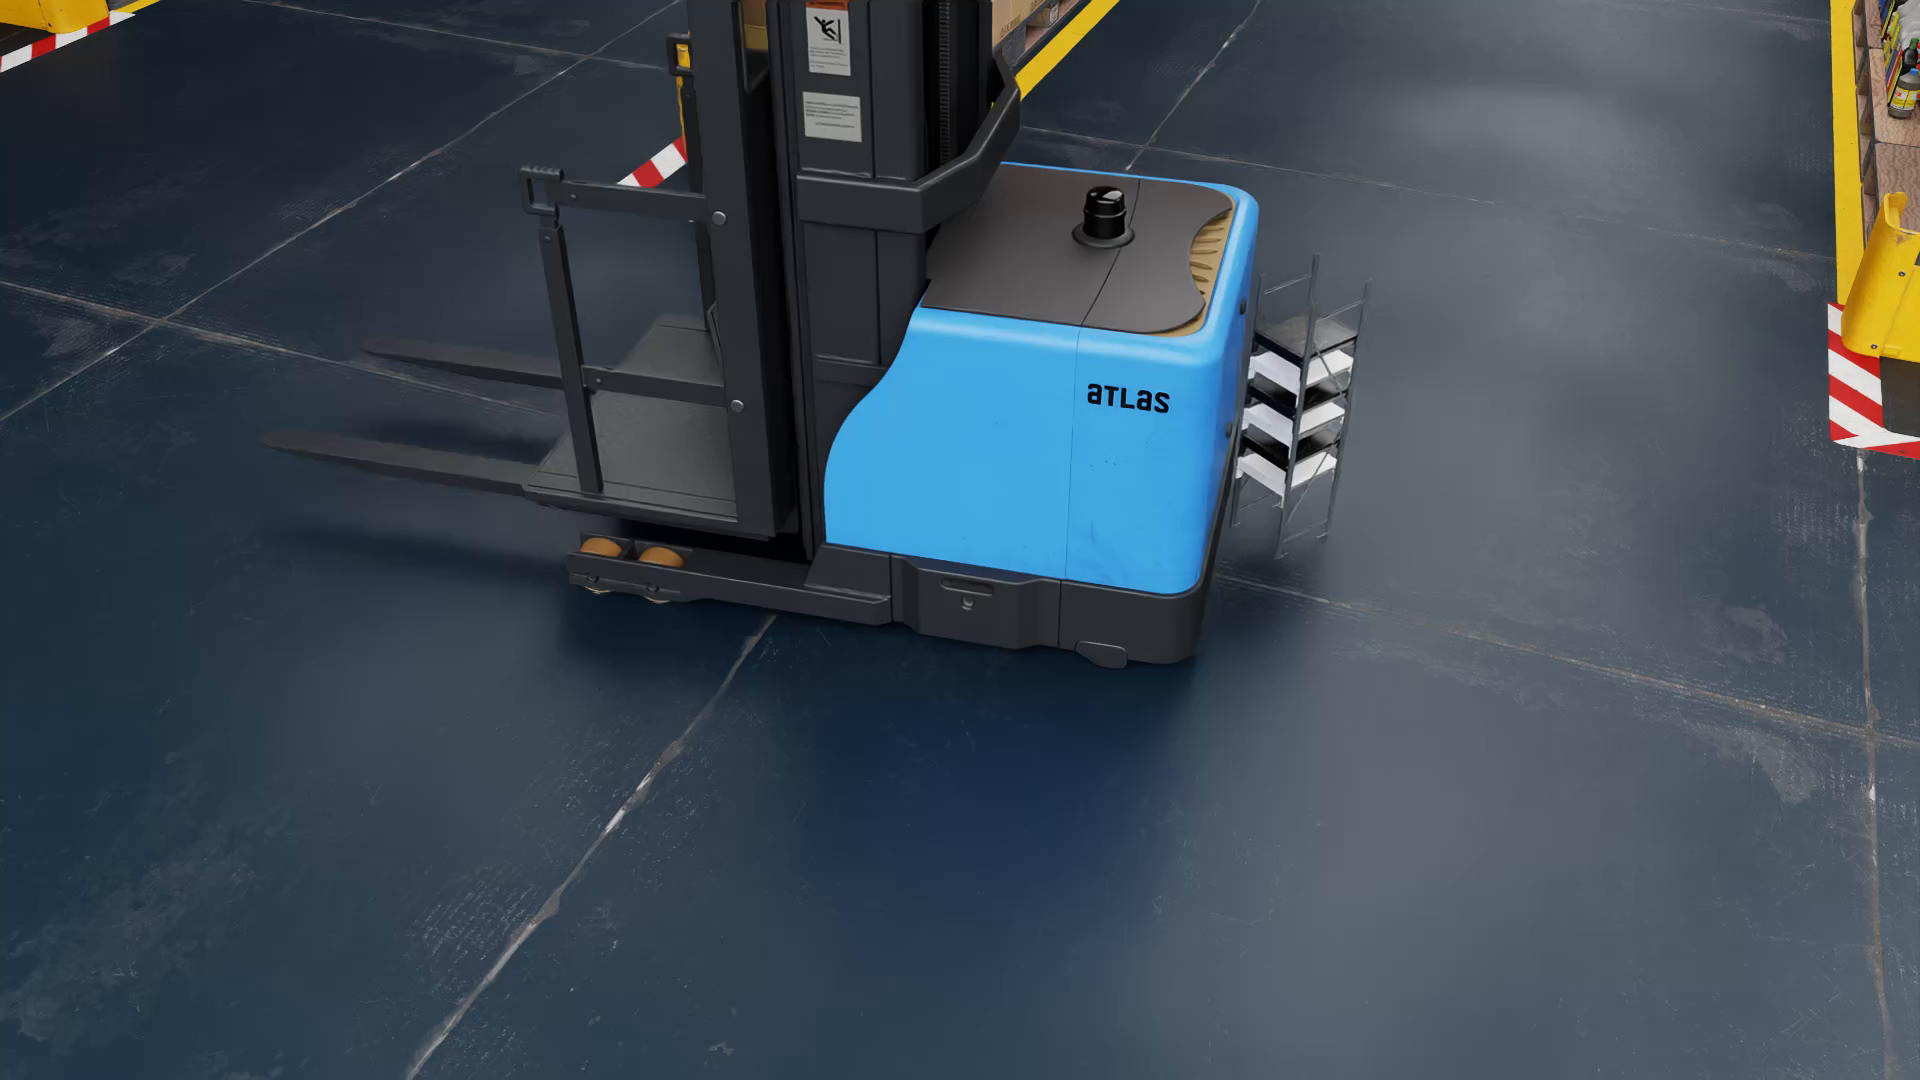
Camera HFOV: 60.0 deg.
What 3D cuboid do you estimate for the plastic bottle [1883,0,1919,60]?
[{"bbox_3d":[4.504,-2.453,7.872,0.144,0.351,0.185,14,39,17],"label":"plastic bottle"}]

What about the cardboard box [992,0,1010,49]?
[{"bbox_3d":[-0.076,-2.537,8.084,0.500,0.250,0.500,14,39,18],"label":"cardboard box"}]

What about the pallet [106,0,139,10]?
[{"bbox_3d":[-4.885,-3.439,9.675,1.003,0.211,1.213,14,39,18],"label":"pallet"}]

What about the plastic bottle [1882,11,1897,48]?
[{"bbox_3d":[4.536,-2.477,8.029,0.097,0.201,0.097,0,37,0],"label":"plastic bottle"}]

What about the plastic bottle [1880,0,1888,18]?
[{"bbox_3d":[4.738,-2.793,8.326,0.144,0.351,0.185,15,39,19],"label":"plastic bottle"}]

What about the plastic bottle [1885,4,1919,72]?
[{"bbox_3d":[4.433,-2.350,7.734,0.144,0.351,0.185,15,39,20],"label":"plastic bottle"}]

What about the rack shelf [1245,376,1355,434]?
[{"bbox_3d":[1.017,-0.435,4.985,0.258,0.077,0.200,-24,43,-28],"label":"rack shelf"}]

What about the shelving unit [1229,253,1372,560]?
[{"bbox_3d":[1.017,-0.389,5.019,0.258,0.900,0.210,-24,43,-28],"label":"shelving unit"}]

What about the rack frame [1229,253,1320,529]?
[{"bbox_3d":[0.957,-0.439,5.085,0.240,0.900,0.006,-24,43,-28],"label":"rack frame"}]

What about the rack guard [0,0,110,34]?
[{"bbox_3d":[-5.227,-3.113,8.997,1.175,0.500,0.348,14,39,18],"label":"rack guard"}]

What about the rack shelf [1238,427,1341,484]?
[{"bbox_3d":[1.017,-0.291,5.093,0.258,0.077,0.200,-24,43,-28],"label":"rack shelf"}]

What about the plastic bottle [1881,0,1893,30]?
[{"bbox_3d":[4.666,-2.688,8.186,0.144,0.351,0.185,12,38,16],"label":"plastic bottle"}]

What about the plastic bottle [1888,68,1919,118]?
[{"bbox_3d":[4.200,-1.988,7.374,0.097,0.201,0.097,0,37,0],"label":"plastic bottle"}]

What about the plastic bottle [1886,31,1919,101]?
[{"bbox_3d":[4.321,-2.151,7.530,0.152,0.276,0.135,14,39,18],"label":"plastic bottle"}]

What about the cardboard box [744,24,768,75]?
[{"bbox_3d":[-0.742,-2.377,7.871,0.500,0.250,0.500,14,39,18],"label":"cardboard box"}]

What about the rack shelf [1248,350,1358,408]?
[{"bbox_3d":[1.017,-0.507,4.931,0.258,0.077,0.200,-24,43,-28],"label":"rack shelf"}]

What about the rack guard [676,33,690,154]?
[{"bbox_3d":[-0.682,-1.931,7.416,1.175,0.500,0.348,14,39,18],"label":"rack guard"}]

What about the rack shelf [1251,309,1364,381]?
[{"bbox_3d":[1.017,-0.579,4.877,0.258,0.077,0.200,-24,43,-28],"label":"rack shelf"}]

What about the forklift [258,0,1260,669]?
[{"bbox_3d":[-0.693,-1.281,4.516,3.031,2.935,1.130,9,38,11],"label":"forklift"}]

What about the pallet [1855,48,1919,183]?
[{"bbox_3d":[4.672,-1.873,7.580,1.003,0.211,1.213,14,39,18],"label":"pallet"}]

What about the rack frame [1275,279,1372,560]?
[{"bbox_3d":[1.077,-0.340,4.954,0.240,0.900,0.006,-24,43,-28],"label":"rack frame"}]

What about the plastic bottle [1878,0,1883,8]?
[{"bbox_3d":[4.804,-2.854,8.470,0.152,0.276,0.135,15,39,19],"label":"plastic bottle"}]

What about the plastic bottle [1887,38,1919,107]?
[{"bbox_3d":[4.227,-2.089,7.441,0.061,0.283,0.133,15,39,19],"label":"plastic bottle"}]

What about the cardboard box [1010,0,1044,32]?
[{"bbox_3d":[0.114,-2.813,8.454,0.500,0.250,0.500,14,39,18],"label":"cardboard box"}]

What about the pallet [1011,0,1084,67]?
[{"bbox_3d":[0.045,-2.935,9.000,1.003,0.211,1.213,14,39,18],"label":"pallet"}]

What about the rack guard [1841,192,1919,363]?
[{"bbox_3d":[3.892,-0.867,5.992,1.175,0.500,0.348,14,39,18],"label":"rack guard"}]

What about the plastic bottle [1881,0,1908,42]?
[{"bbox_3d":[4.564,-2.580,8.097,0.061,0.283,0.133,16,40,20],"label":"plastic bottle"}]

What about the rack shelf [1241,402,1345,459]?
[{"bbox_3d":[1.017,-0.363,5.039,0.258,0.077,0.200,-24,43,-28],"label":"rack shelf"}]

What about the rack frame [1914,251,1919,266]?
[{"bbox_3d":[3.906,-1.816,5.173,1.000,3.000,0.127,14,39,18],"label":"rack frame"}]

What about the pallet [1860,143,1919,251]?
[{"bbox_3d":[4.206,-1.200,6.679,1.003,0.211,1.213,14,39,18],"label":"pallet"}]

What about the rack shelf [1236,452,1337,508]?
[{"bbox_3d":[1.017,-0.219,5.147,0.258,0.077,0.200,-24,43,-28],"label":"rack shelf"}]

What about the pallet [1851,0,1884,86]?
[{"bbox_3d":[5.134,-2.551,8.486,1.003,0.211,1.213,14,39,18],"label":"pallet"}]

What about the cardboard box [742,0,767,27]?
[{"bbox_3d":[-0.744,-2.678,7.647,0.500,0.500,0.500,14,39,18],"label":"cardboard box"}]

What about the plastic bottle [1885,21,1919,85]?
[{"bbox_3d":[4.374,-2.228,7.632,0.152,0.276,0.135,13,39,16],"label":"plastic bottle"}]

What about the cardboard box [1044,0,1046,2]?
[{"bbox_3d":[0.309,-3.089,8.823,0.500,0.250,0.500,14,39,18],"label":"cardboard box"}]

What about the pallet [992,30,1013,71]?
[{"bbox_3d":[-0.421,-2.262,8.100,1.003,0.211,1.213,14,39,18],"label":"pallet"}]
